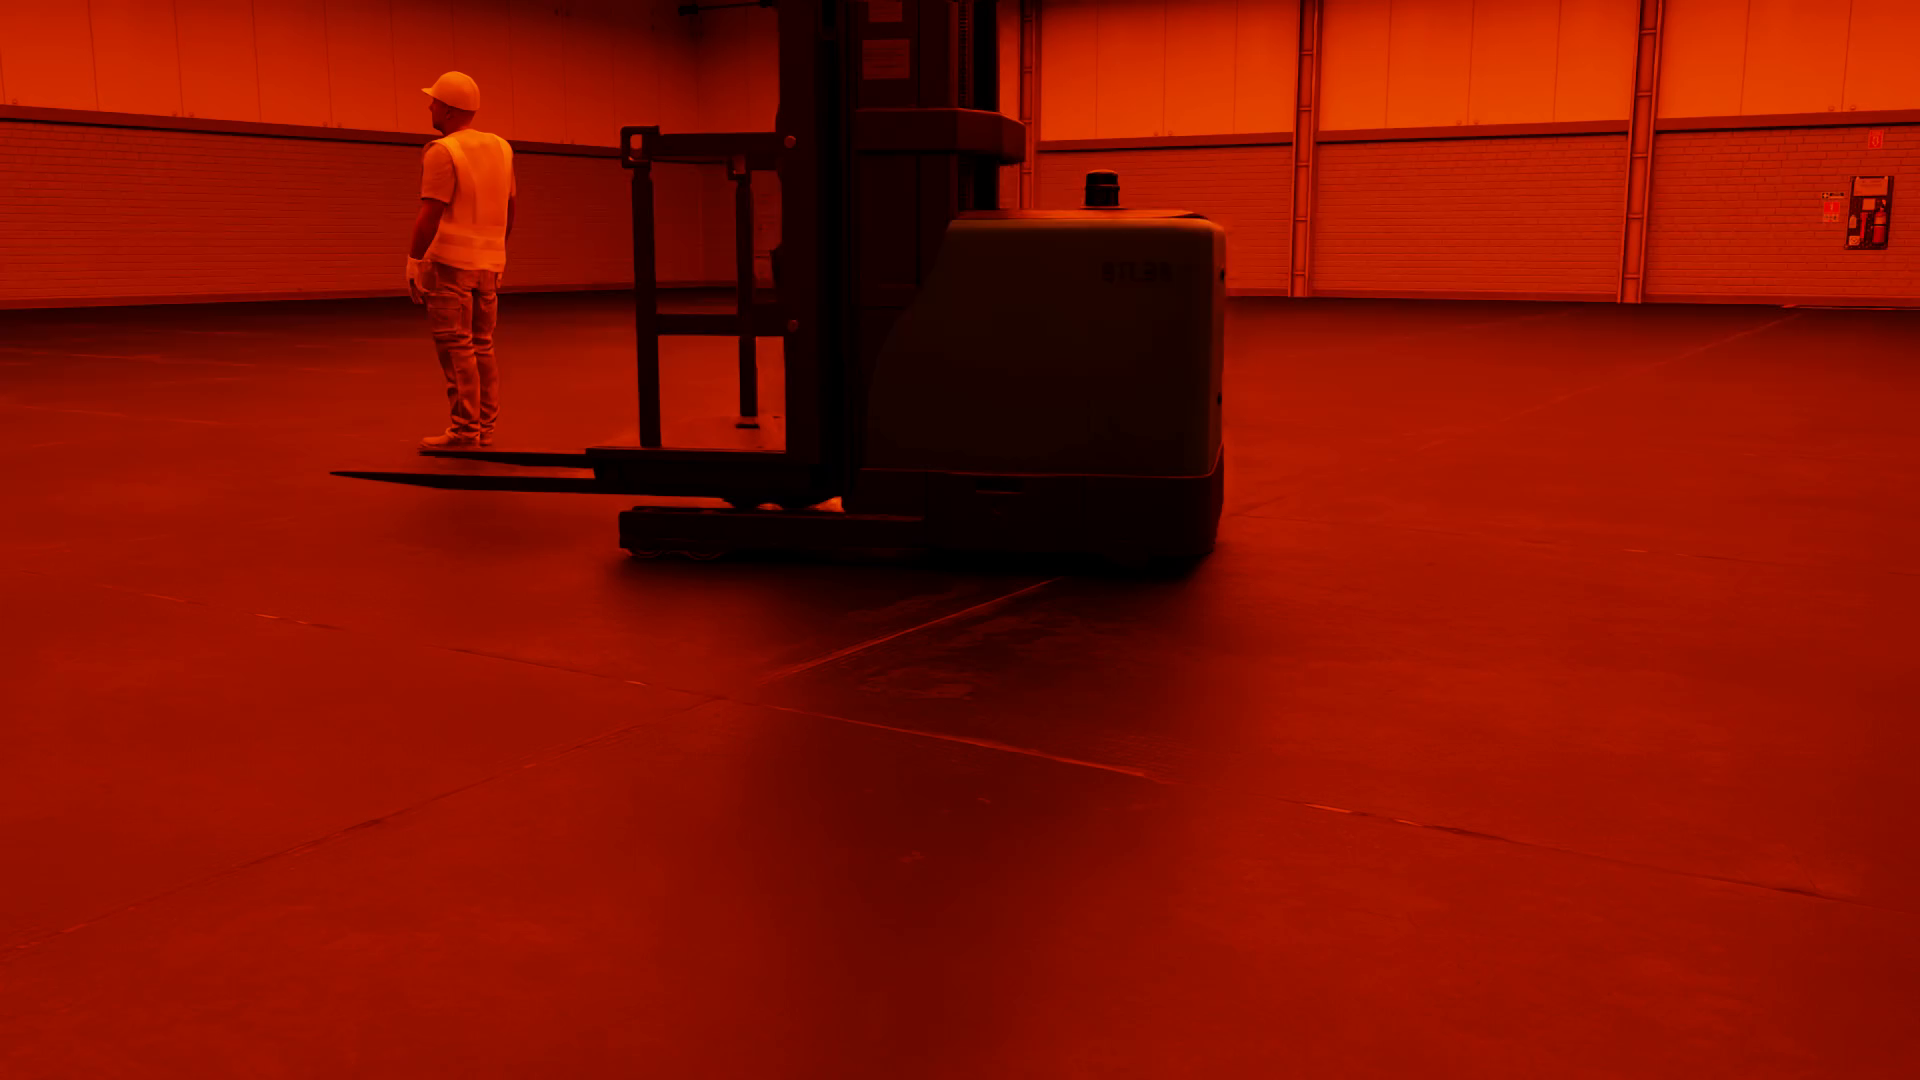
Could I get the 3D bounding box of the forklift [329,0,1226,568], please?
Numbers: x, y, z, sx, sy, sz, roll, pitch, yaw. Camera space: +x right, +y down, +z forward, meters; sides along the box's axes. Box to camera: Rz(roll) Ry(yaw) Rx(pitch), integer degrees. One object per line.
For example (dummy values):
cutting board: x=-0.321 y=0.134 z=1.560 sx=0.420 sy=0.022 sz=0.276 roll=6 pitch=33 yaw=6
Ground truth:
forklift: x=-0.635 y=-1.463 z=5.562 sx=3.031 sy=2.935 sz=1.130 roll=2 pitch=10 yaw=11

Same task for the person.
person: x=-2.444 y=-1.313 z=7.959 sx=0.577 sy=1.782 sz=0.655 roll=4 pitch=11 yaw=23
